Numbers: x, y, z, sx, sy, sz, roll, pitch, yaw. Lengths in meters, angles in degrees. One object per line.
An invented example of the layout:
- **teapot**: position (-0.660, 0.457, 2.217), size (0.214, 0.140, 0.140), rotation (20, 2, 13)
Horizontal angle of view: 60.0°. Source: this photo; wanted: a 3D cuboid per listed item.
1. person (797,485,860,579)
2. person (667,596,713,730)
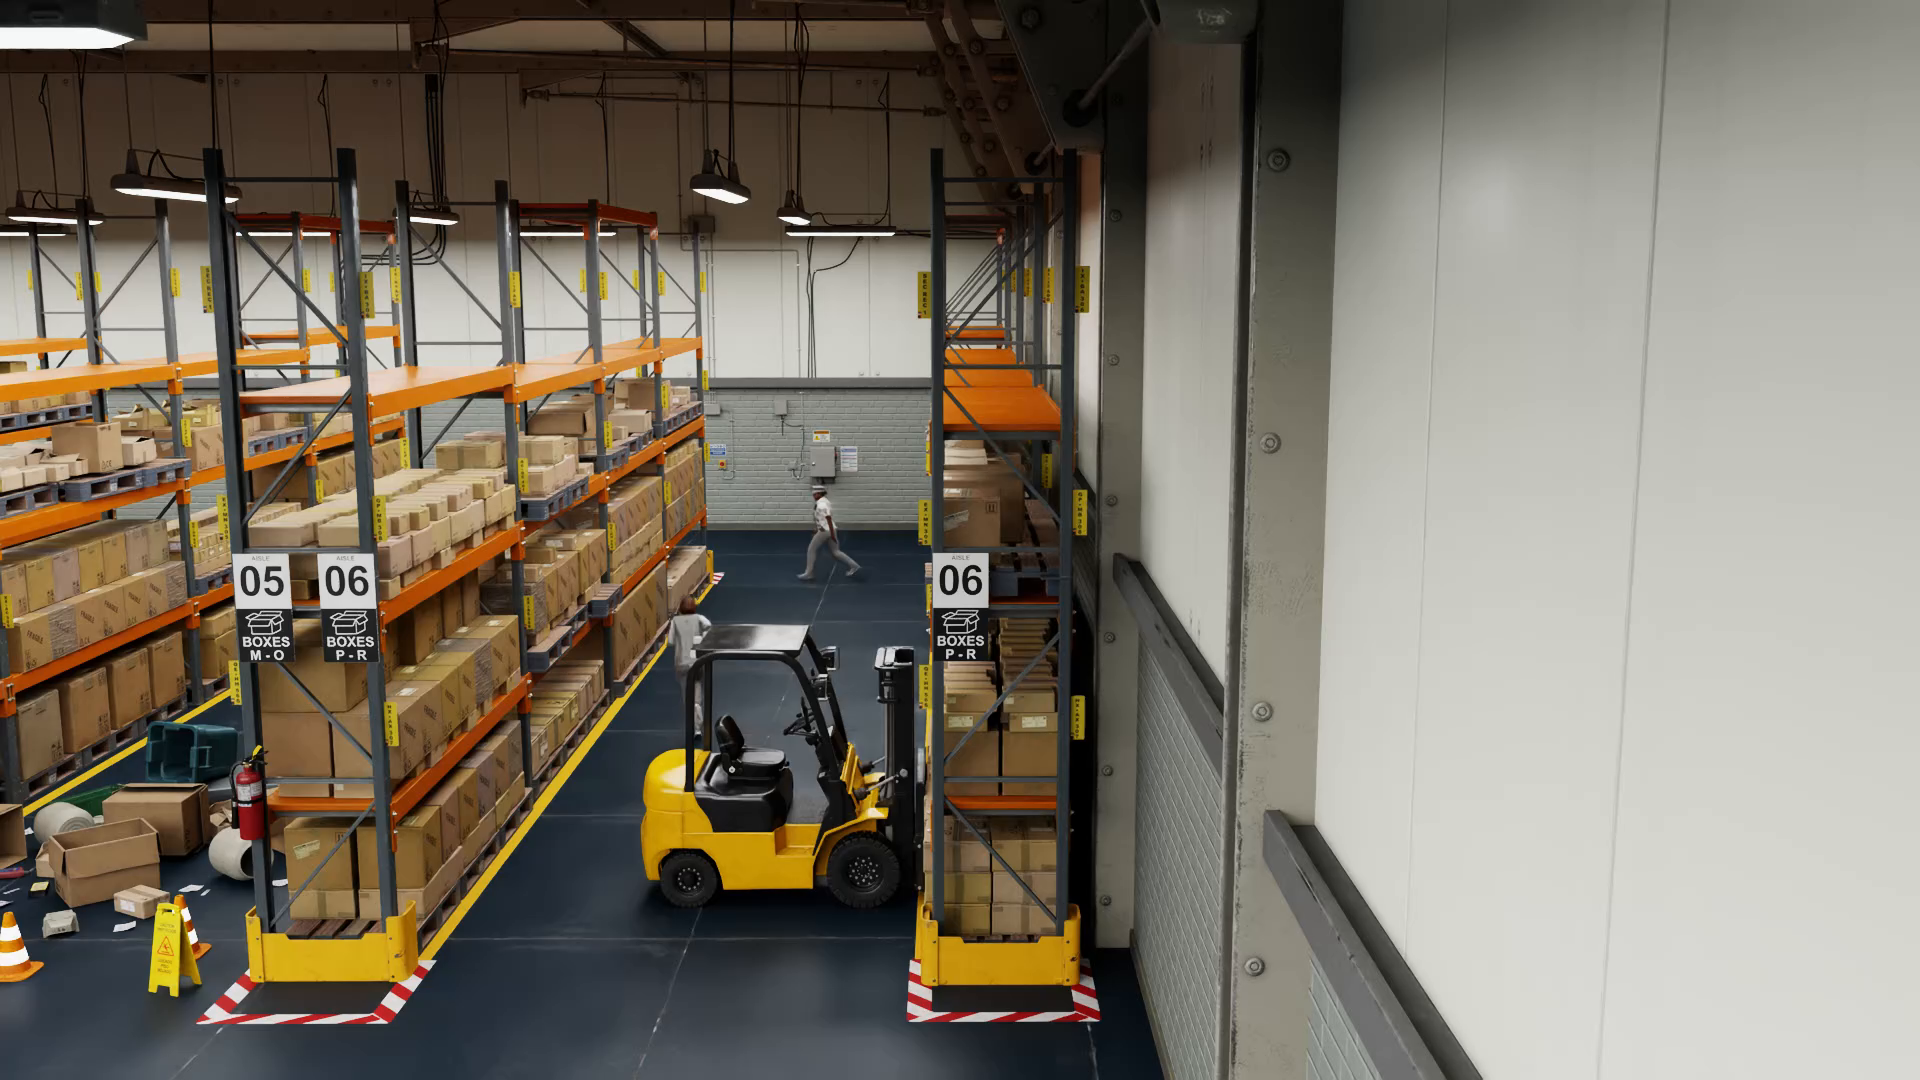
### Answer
- **person**: position (-2.225, -0.140, 28.249), size (1.033, 1.584, 0.463), rotation (2, 9, 14)
- **person**: position (-3.032, 1.363, 18.802), size (0.519, 1.426, 0.785), rotation (-3, 9, -15)
